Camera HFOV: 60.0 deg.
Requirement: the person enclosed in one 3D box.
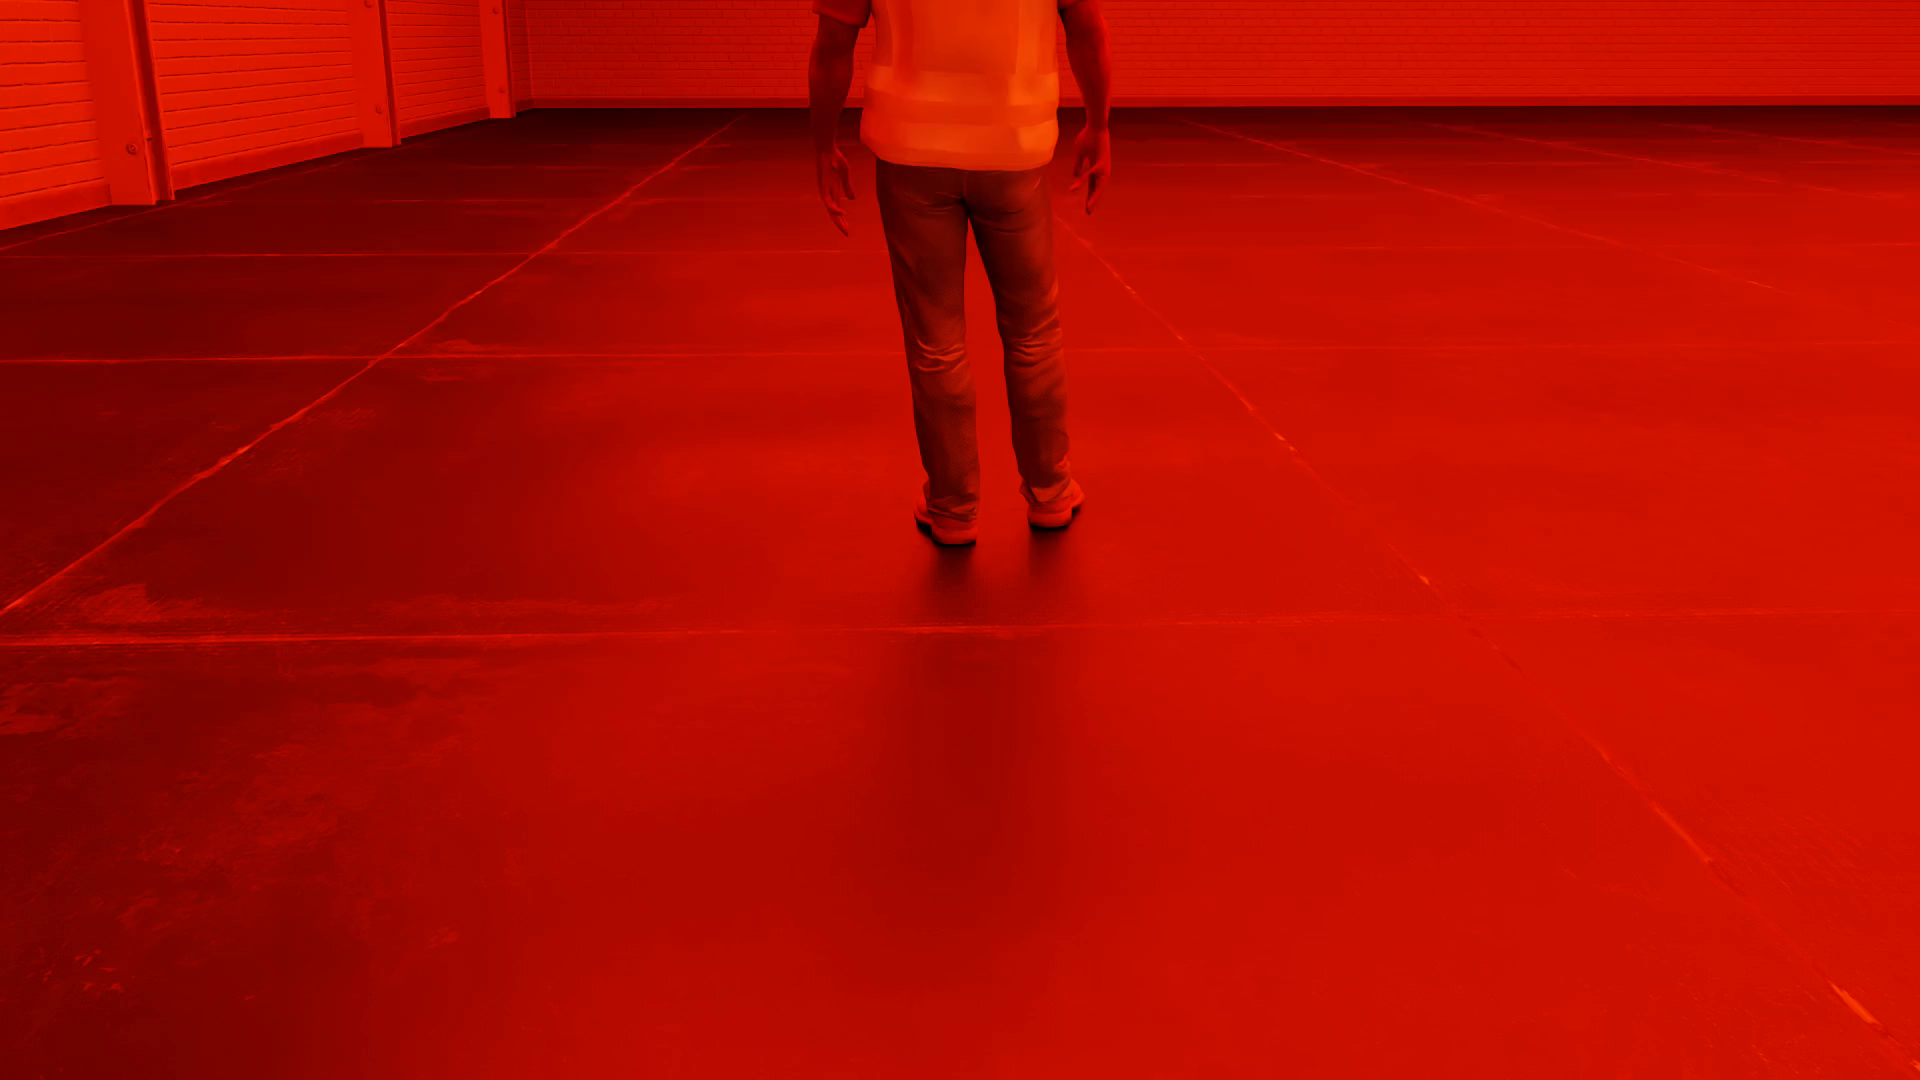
[{"bbox_3d":[0.002,-0.872,3.725,0.665,1.768,0.575,-1,17,-3],"label":"person"}]
